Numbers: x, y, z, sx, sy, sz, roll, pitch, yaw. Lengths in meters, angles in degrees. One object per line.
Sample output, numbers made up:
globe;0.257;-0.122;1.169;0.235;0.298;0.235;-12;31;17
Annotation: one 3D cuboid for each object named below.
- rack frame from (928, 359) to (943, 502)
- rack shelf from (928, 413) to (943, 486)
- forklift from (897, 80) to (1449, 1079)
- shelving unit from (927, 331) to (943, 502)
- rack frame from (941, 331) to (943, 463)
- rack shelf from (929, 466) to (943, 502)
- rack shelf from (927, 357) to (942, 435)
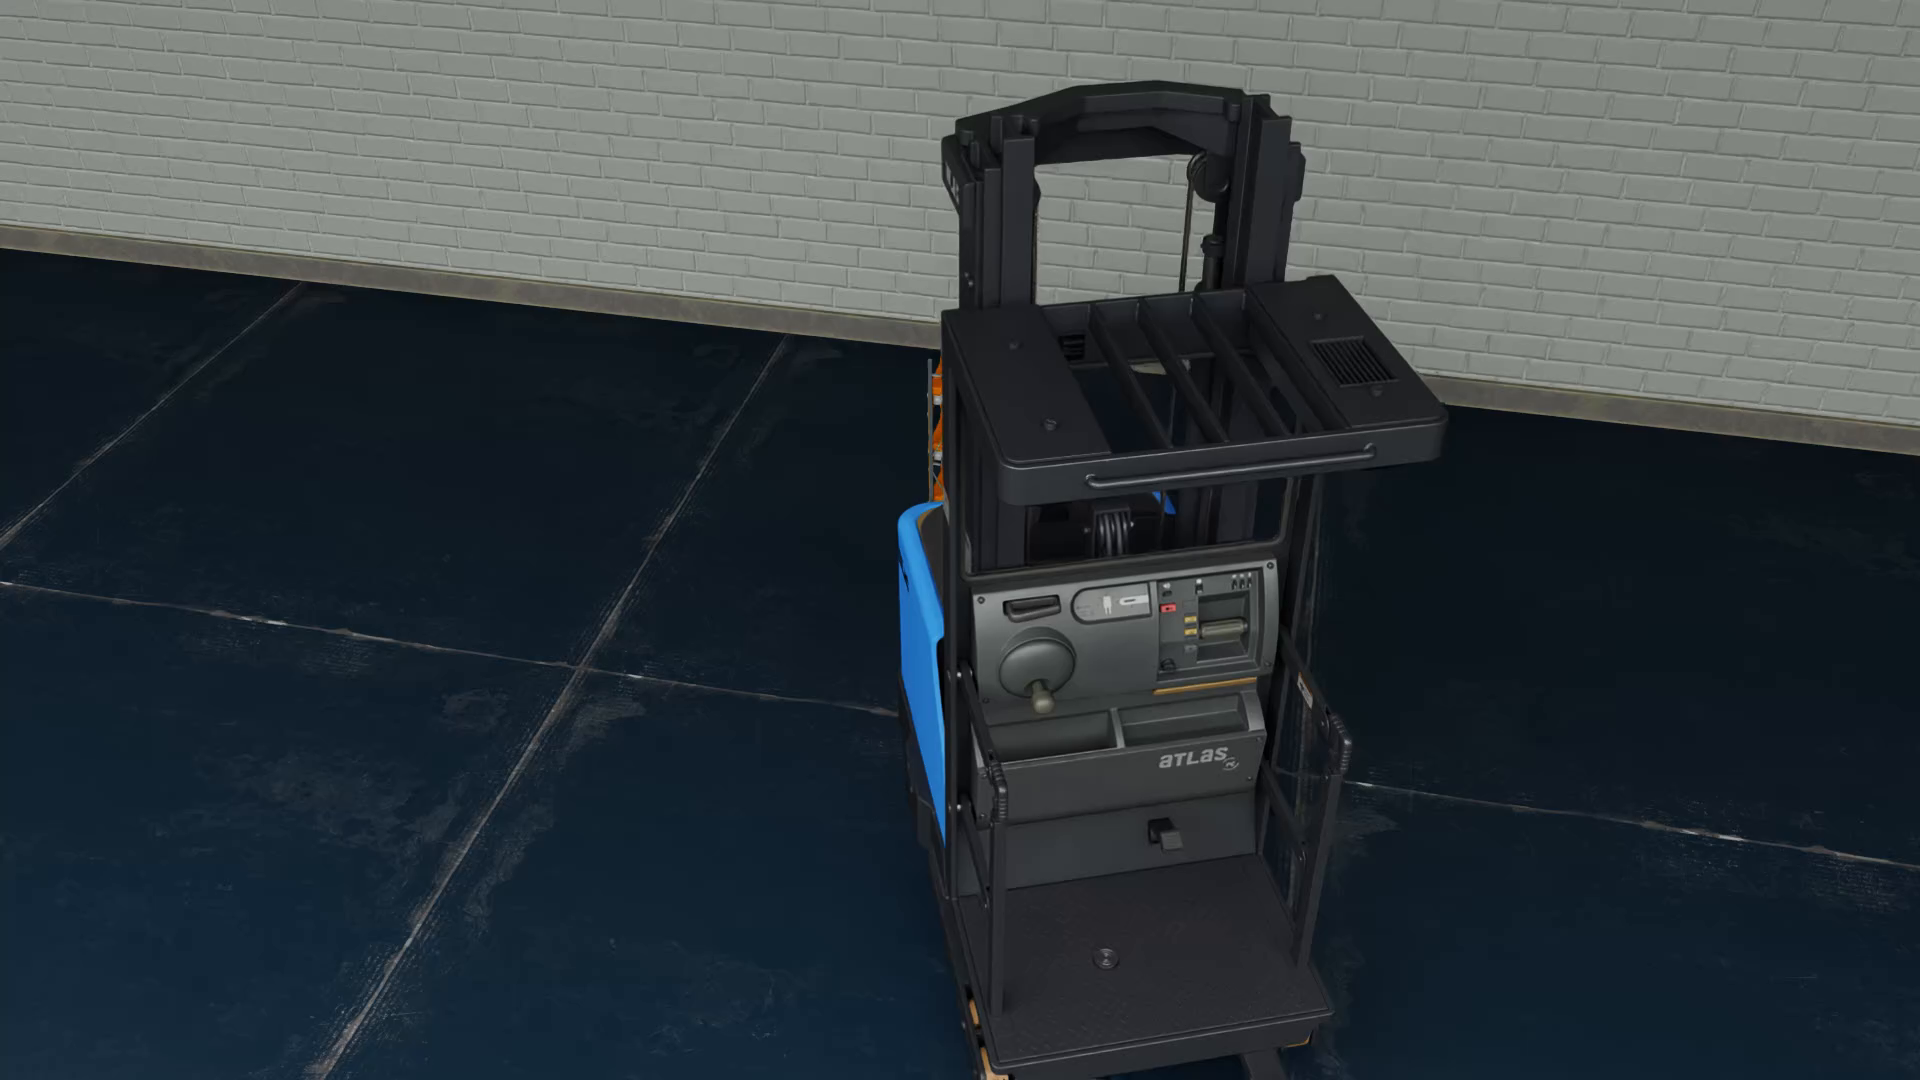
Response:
rack frame;-0.038;-0.324;7.303;0.200;1.050;0.008;7;37;10
rack shelf;-0.011;-0.386;7.406;0.215;0.259;0.240;7;37;10
forklift;0.541;0.347;4.773;1.130;2.935;3.031;-6;36;-9
shelving unit;-0.011;-0.394;7.400;0.215;1.050;0.252;7;37;10
rack frame;0.015;-0.464;7.496;0.200;1.050;0.008;7;37;10
rack shelf;-0.011;-0.161;7.569;0.215;0.259;0.240;7;37;10
rack shelf;-0.011;-0.616;7.239;0.215;0.259;0.240;7;37;10
